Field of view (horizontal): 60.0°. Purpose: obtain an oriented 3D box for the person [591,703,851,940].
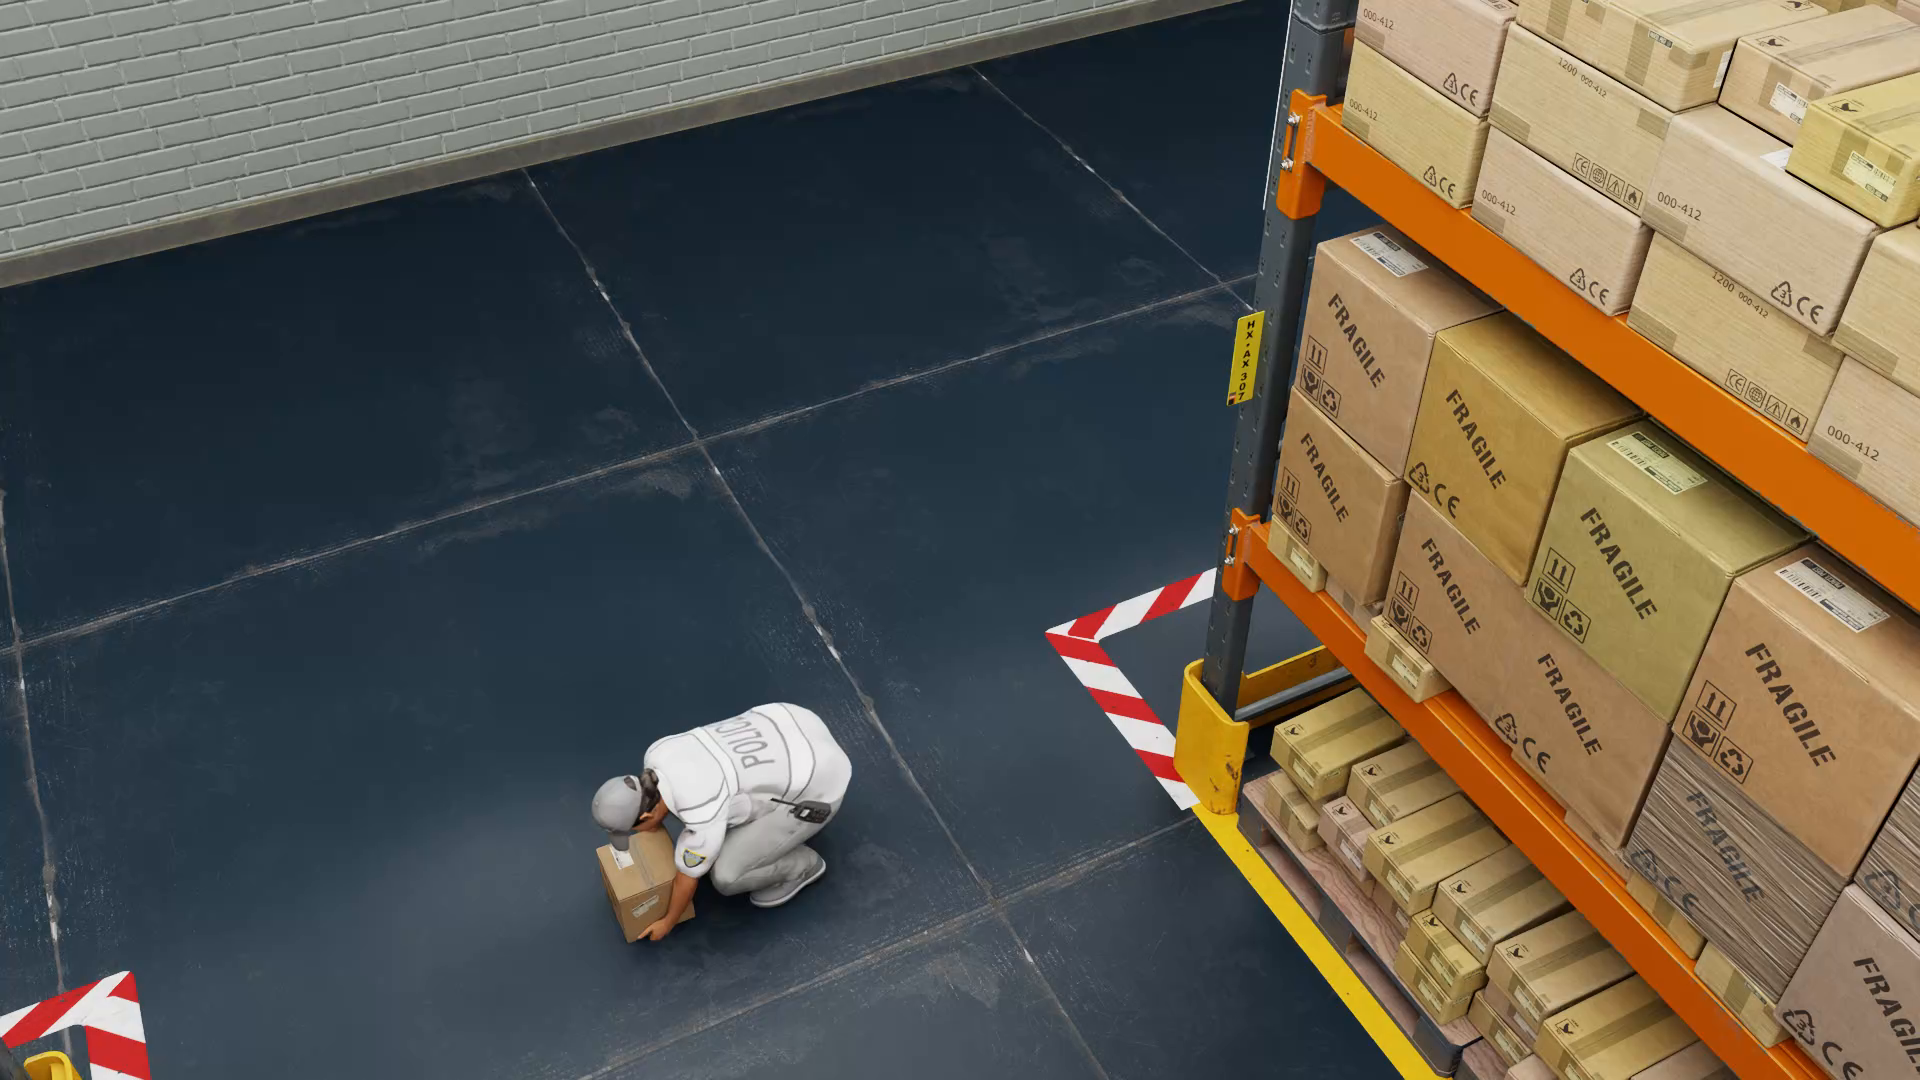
[{"bbox_3d":[-0.821,0.962,5.822,0.906,0.801,0.523,-20,45,-21],"label":"person"}]
